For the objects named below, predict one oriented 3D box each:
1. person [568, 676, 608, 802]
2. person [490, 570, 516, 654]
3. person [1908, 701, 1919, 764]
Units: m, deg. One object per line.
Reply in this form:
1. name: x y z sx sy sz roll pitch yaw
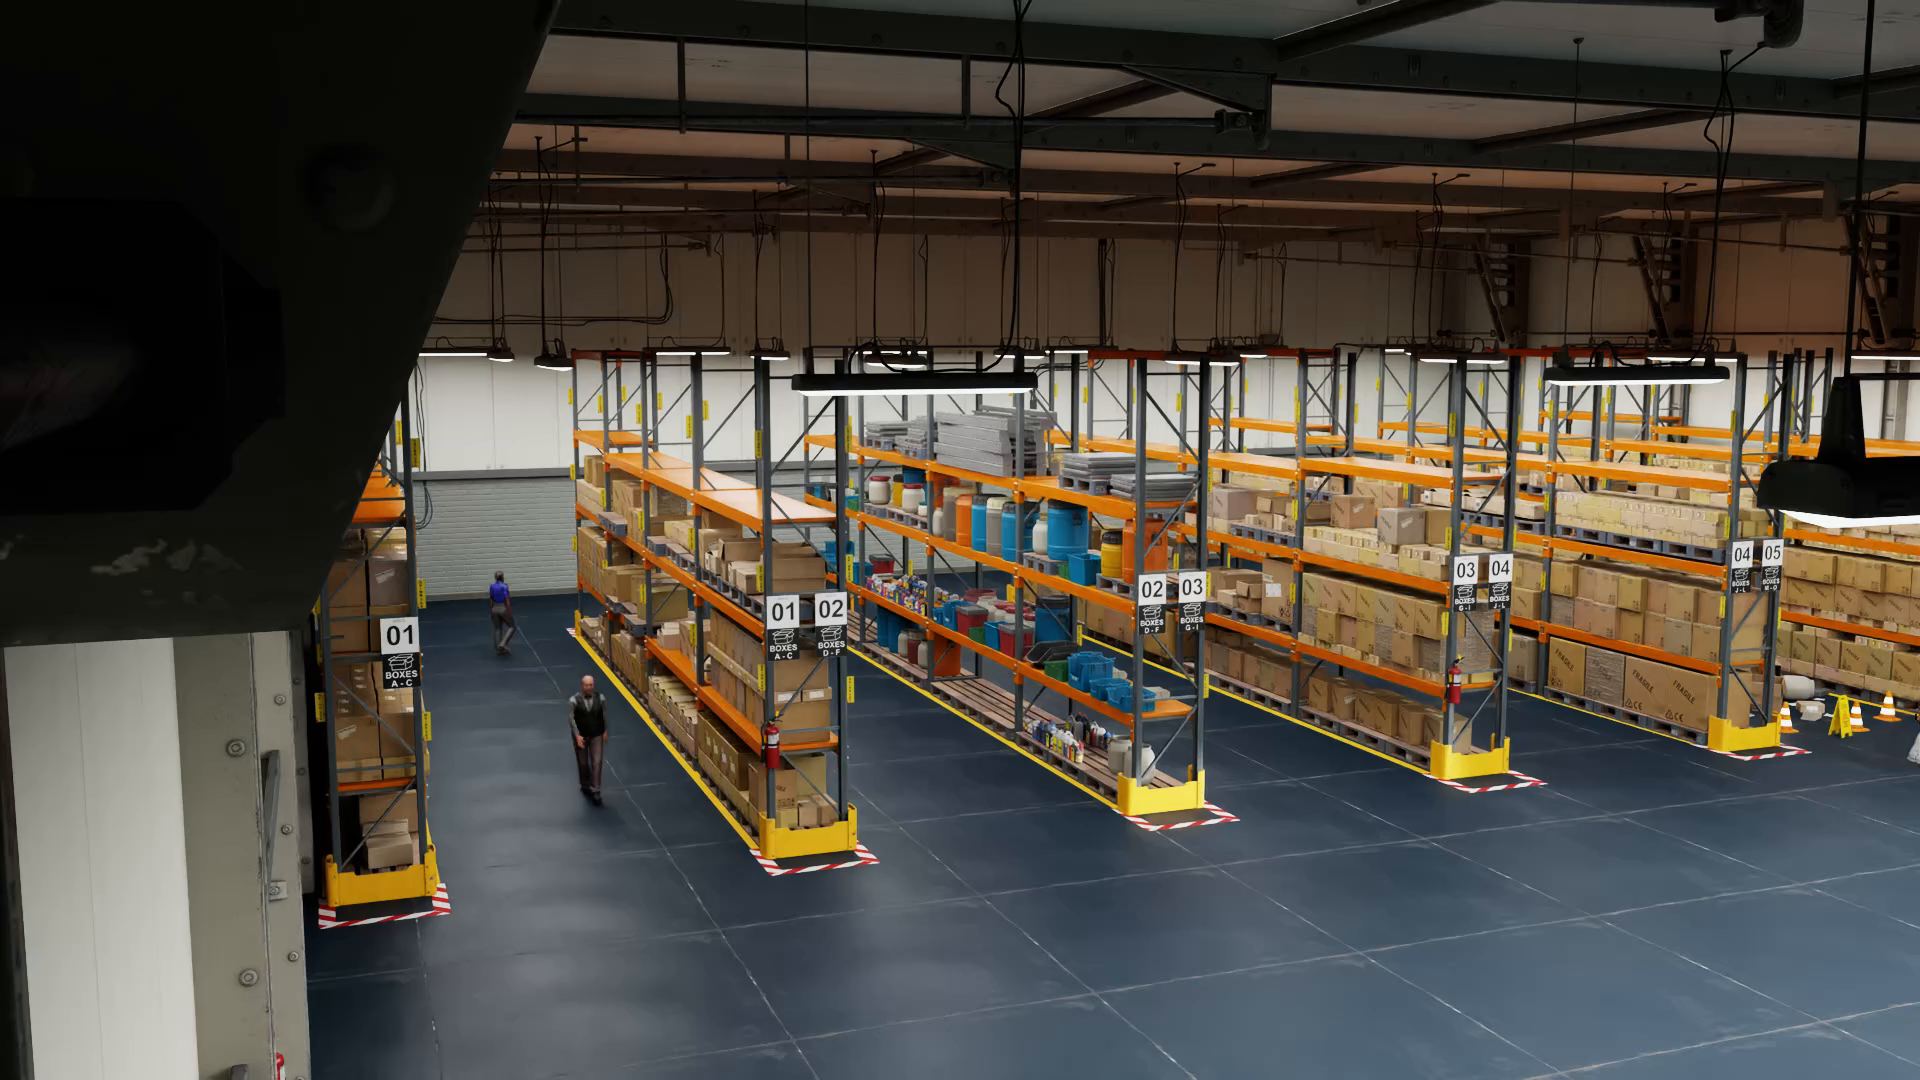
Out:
1. person: -5.056 2.679 22.667 0.532 1.659 0.988 -2 7 -16
2. person: -9.080 1.432 32.837 0.492 1.658 0.459 3 8 21
3. person: 14.194 2.521 24.061 0.508 1.628 0.885 -5 8 -33
